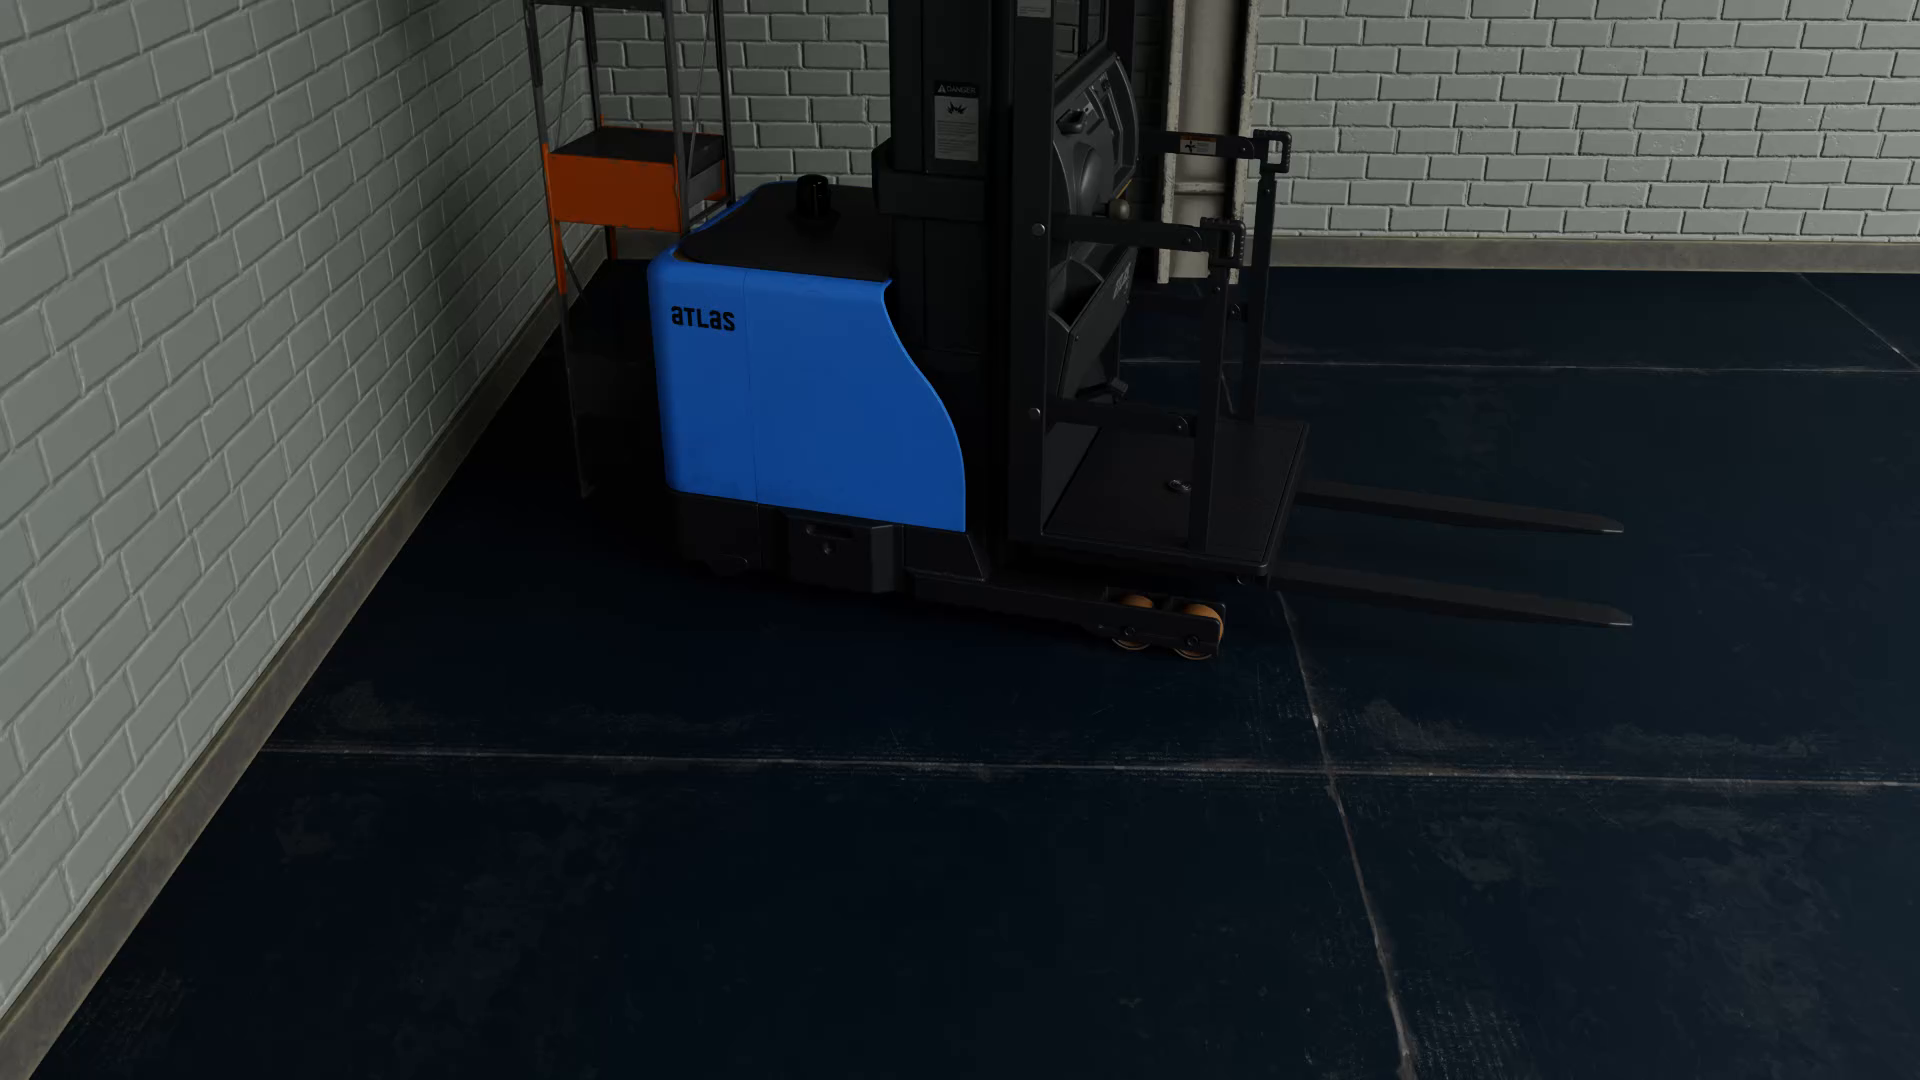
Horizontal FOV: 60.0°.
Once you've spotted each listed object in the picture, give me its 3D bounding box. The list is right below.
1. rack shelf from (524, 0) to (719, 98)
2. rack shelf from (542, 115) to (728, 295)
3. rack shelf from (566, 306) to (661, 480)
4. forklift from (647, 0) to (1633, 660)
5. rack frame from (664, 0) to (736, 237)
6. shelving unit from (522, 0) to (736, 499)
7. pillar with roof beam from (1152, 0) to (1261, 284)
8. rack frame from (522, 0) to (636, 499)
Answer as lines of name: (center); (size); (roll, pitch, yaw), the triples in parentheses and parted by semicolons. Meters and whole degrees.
rack shelf: (-1.075, -1.741, 5.327); (0.480, 0.518, 0.431); (8, 29, 15)
rack shelf: (-1.075, -1.123, 5.655); (0.480, 0.518, 0.431); (8, 29, 15)
rack shelf: (-1.075, -0.504, 5.983); (0.480, 0.518, 0.431); (8, 29, 15)
forklift: (0.596, -1.209, 4.901); (3.031, 2.935, 1.130); (8, 29, 15)
rack frame: (-0.842, -1.101, 5.585); (0.015, 2.100, 0.400); (8, 29, 15)
shelving unit: (-1.075, -1.135, 5.649); (0.503, 2.100, 0.431); (8, 29, 15)
pillar with roof beam: (1.010, -3.284, 2.337); (0.400, 9.000, 9.100); (1, 28, 2)
rack frame: (-1.309, -1.168, 5.712); (0.015, 2.100, 0.400); (8, 29, 15)
